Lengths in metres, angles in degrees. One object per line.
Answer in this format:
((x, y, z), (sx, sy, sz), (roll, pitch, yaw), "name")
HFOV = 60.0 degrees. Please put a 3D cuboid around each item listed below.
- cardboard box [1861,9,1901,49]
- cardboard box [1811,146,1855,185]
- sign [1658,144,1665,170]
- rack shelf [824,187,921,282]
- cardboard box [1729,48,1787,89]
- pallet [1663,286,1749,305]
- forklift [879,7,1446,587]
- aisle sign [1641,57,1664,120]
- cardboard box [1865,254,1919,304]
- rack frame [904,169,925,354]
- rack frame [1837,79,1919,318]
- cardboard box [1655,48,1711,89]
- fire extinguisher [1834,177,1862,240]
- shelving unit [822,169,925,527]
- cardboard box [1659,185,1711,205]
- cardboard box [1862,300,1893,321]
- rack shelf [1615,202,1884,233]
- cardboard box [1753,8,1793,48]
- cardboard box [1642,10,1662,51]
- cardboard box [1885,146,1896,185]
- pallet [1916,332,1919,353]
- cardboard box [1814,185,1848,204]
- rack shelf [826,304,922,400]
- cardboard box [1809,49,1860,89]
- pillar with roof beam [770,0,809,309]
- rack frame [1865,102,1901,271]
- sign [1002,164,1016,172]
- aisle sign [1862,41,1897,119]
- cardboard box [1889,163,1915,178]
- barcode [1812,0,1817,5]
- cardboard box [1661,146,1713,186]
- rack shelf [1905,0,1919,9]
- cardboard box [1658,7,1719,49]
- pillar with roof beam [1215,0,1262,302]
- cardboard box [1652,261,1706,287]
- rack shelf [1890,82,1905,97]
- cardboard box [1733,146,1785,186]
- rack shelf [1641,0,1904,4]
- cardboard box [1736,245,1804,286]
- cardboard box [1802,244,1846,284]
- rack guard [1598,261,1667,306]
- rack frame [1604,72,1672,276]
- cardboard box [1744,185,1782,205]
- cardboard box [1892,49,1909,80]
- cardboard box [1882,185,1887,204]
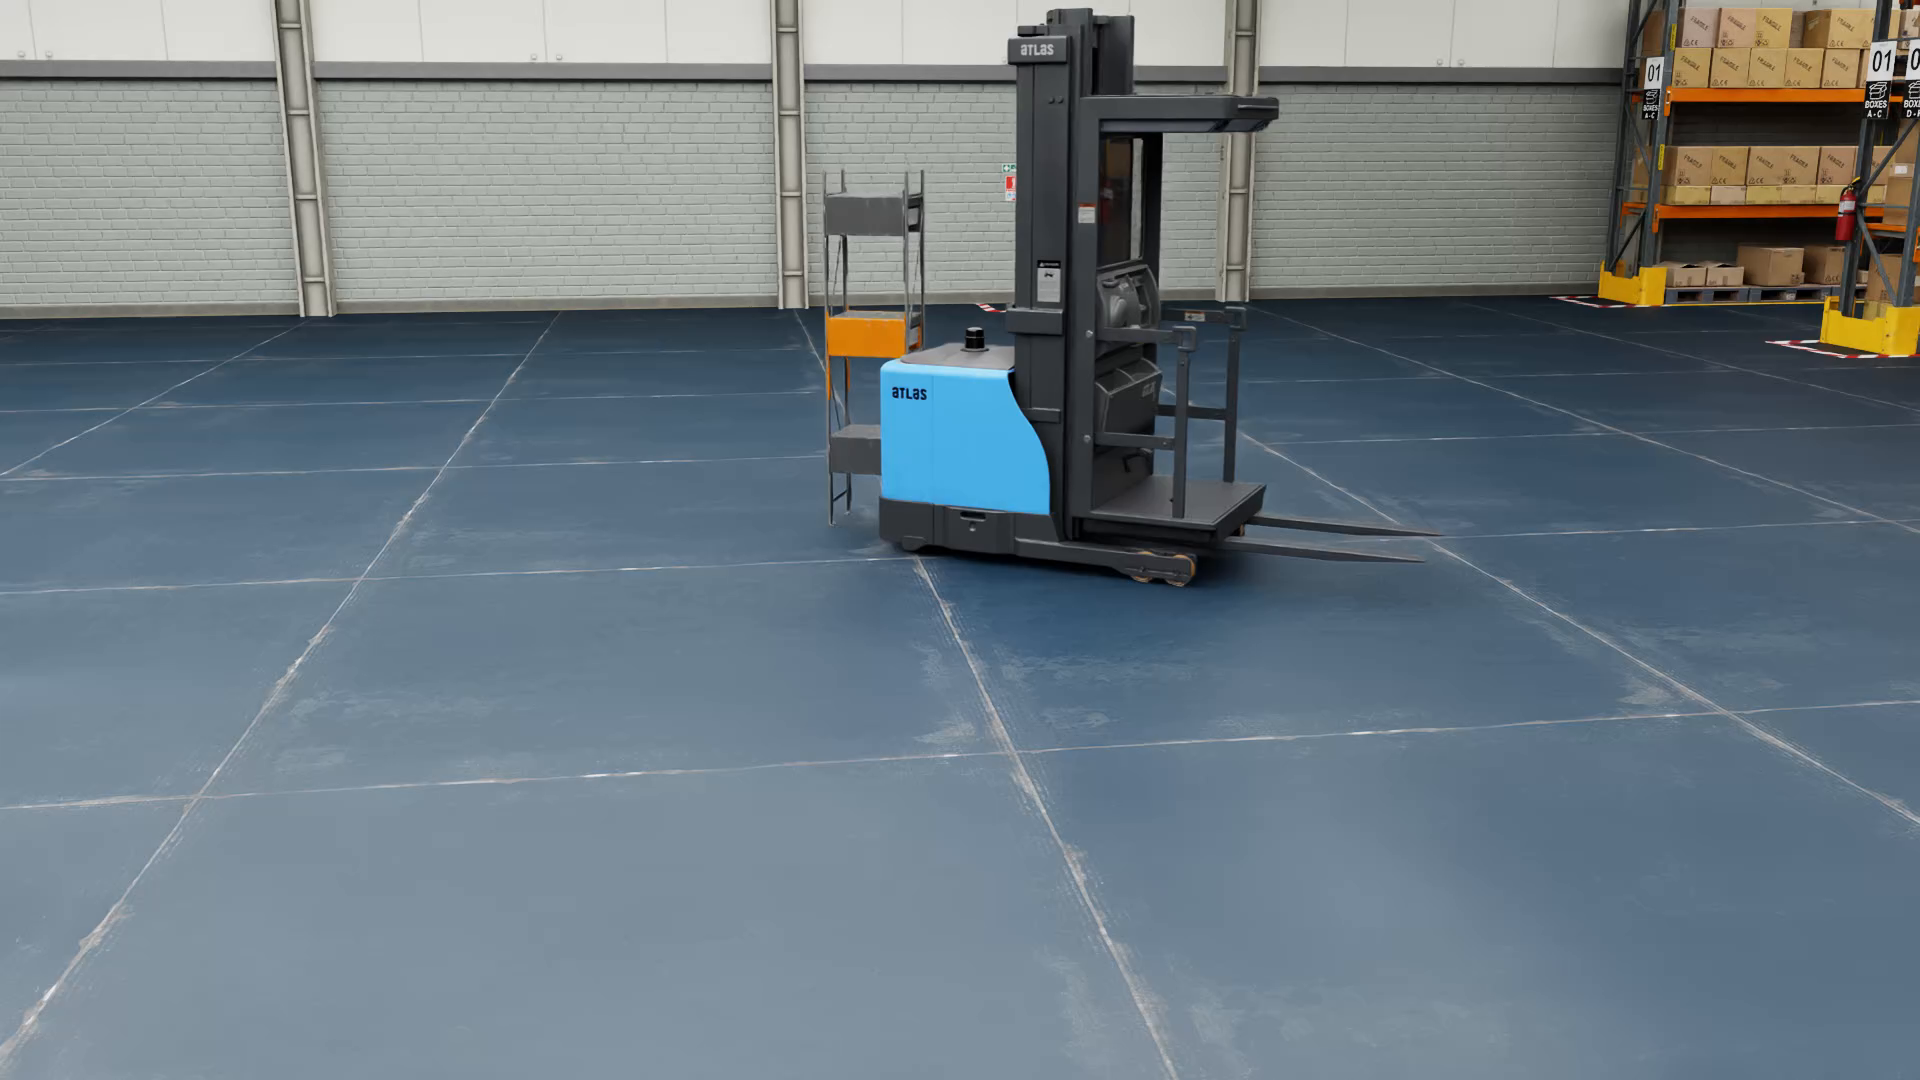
((12.059, -6.765, 22.061), (0.500, 0.500, 0.500), (-1, 14, -5), "cardboard box")
((11.644, -5.047, 22.404), (0.500, 0.500, 0.500), (-3, 14, -10), "cardboard box")
((9.183, -5.017, 21.781), (0.005, 0.325, 0.100), (-2, 14, -8), "sign")
((-0.501, -1.797, 9.748), (0.480, 0.518, 0.431), (3, 14, 13), "rack shelf")
((10.519, -6.223, 21.958), (0.500, 0.500, 0.500), (-1, 14, -6), "cardboard box")
((9.986, -3.399, 22.840), (1.213, 0.211, 1.003), (-2, 14, -8), "pallet")
((1.103, -1.324, 8.975), (3.031, 2.935, 1.130), (6, 15, 23), "forklift")
((9.076, -5.914, 21.792), (0.004, 0.787, 0.394), (-2, 14, -8), "aisle sign")
((10.330, -2.861, 18.211), (0.500, 0.500, 0.500), (-2, 14, -8), "cardboard box")
((-0.264, -1.117, 9.858), (0.015, 2.100, 0.400), (3, 14, 13), "rack frame")
((9.844, -3.536, 17.656), (0.127, 3.000, 1.000), (-2, 14, -8), "rack frame")
((9.470, -6.193, 21.835), (0.500, 0.500, 0.500), (-2, 14, -7), "cardboard box")
((9.658, -3.606, 18.093), (0.183, 0.674, 0.296), (-2, 14, -8), "fire extinguisher")
((-0.501, -1.131, 9.914), (0.503, 2.100, 0.431), (3, 14, 13), "shelving unit")
((9.632, -4.606, 22.188), (0.500, 0.250, 0.500), (-3, 14, -10), "cardboard box")
((10.330, -2.497, 18.300), (0.500, 0.250, 0.500), (-2, 14, -8), "cardboard box")
((11.080, -4.451, 22.783), (4.000, 0.370, 1.077), (-2, 14, -8), "rack shelf")
((10.528, -6.709, 21.837), (0.500, 0.500, 0.500), (-2, 14, -7), "cardboard box")
((9.490, -6.804, 22.218), (0.500, 0.500, 0.500), (-1, 14, -6), "cardboard box")
((12.636, -5.082, 22.544), (0.500, 0.500, 0.500), (-2, 14, -8), "cardboard box")
((10.594, -2.221, 18.145), (1.213, 0.211, 1.003), (-2, 14, -8), "pallet")
((11.645, -4.681, 22.489), (0.500, 0.250, 0.500), (-2, 14, -9), "cardboard box")
((-0.501, -1.118, 9.918), (0.480, 0.518, 0.431), (3, 14, 13), "rack shelf")
((11.551, -6.263, 22.118), (0.500, 0.500, 0.500), (-3, 14, -11), "cardboard box")
((-1.559, -6.400, 16.744), (0.400, 9.000, 9.100), (-2, 14, -8), "pillar with roof beam")
((13.058, -4.873, 22.984), (0.127, 3.000, 1.000), (-2, 14, -8), "rack frame")
((0.727, -4.940, 22.092), (0.331, 0.109, 0.001), (-2, 14, -8), "sign")
((9.735, -4.865, 17.612), (0.004, 0.787, 0.394), (-2, 14, -8), "aisle sign")
((10.193, -3.959, 17.803), (0.250, 0.149, 0.380), (-2, 14, -9), "cardboard box")
((11.619, -7.302, 22.600), (0.075, 0.075, 0.001), (-2, 14, -8), "barcode")
((9.619, -4.973, 22.112), (0.500, 0.500, 0.500), (-2, 14, -8), "cardboard box")
((15.035, -7.312, 22.680), (4.000, 0.370, 1.077), (-2, 14, -8), "rack shelf")
((9.519, -6.681, 21.728), (0.500, 0.500, 0.500), (-3, 14, -12), "cardboard box")
((4.374, -6.618, 17.611), (0.400, 9.000, 9.100), (-2, 14, -8), "pillar with roof beam")
((9.800, -3.640, 22.694), (0.500, 0.311, 0.500), (-4, 15, -15), "cardboard box")
((11.822, -4.715, 17.667), (4.000, 0.370, 1.077), (-2, 14, -8), "rack shelf")
((10.621, -5.006, 22.242), (0.500, 0.500, 0.500), (-3, 14, -10), "cardboard box")
((11.080, -7.359, 22.053), (4.000, 0.370, 1.077), (-2, 14, -8), "rack shelf")
((11.096, -3.767, 22.811), (0.500, 0.500, 0.700), (-3, 14, -12), "cardboard box")
((12.037, -3.826, 23.047), (0.500, 0.500, 0.500), (-3, 14, -13), "cardboard box")
((9.177, -3.518, 22.721), (0.348, 0.500, 1.175), (-2, 14, -8), "rack guard")
((9.102, -4.728, 22.406), (0.127, 3.000, 1.000), (-2, 14, -8), "rack frame")
((10.648, -4.645, 22.345), (0.500, 0.250, 0.500), (-2, 14, -9), "cardboard box")
((12.593, -6.308, 22.294), (0.500, 0.500, 0.500), (-2, 14, -7), "cardboard box")
((12.634, -4.719, 22.641), (0.500, 0.250, 0.500), (-2, 14, -8), "cardboard box")
